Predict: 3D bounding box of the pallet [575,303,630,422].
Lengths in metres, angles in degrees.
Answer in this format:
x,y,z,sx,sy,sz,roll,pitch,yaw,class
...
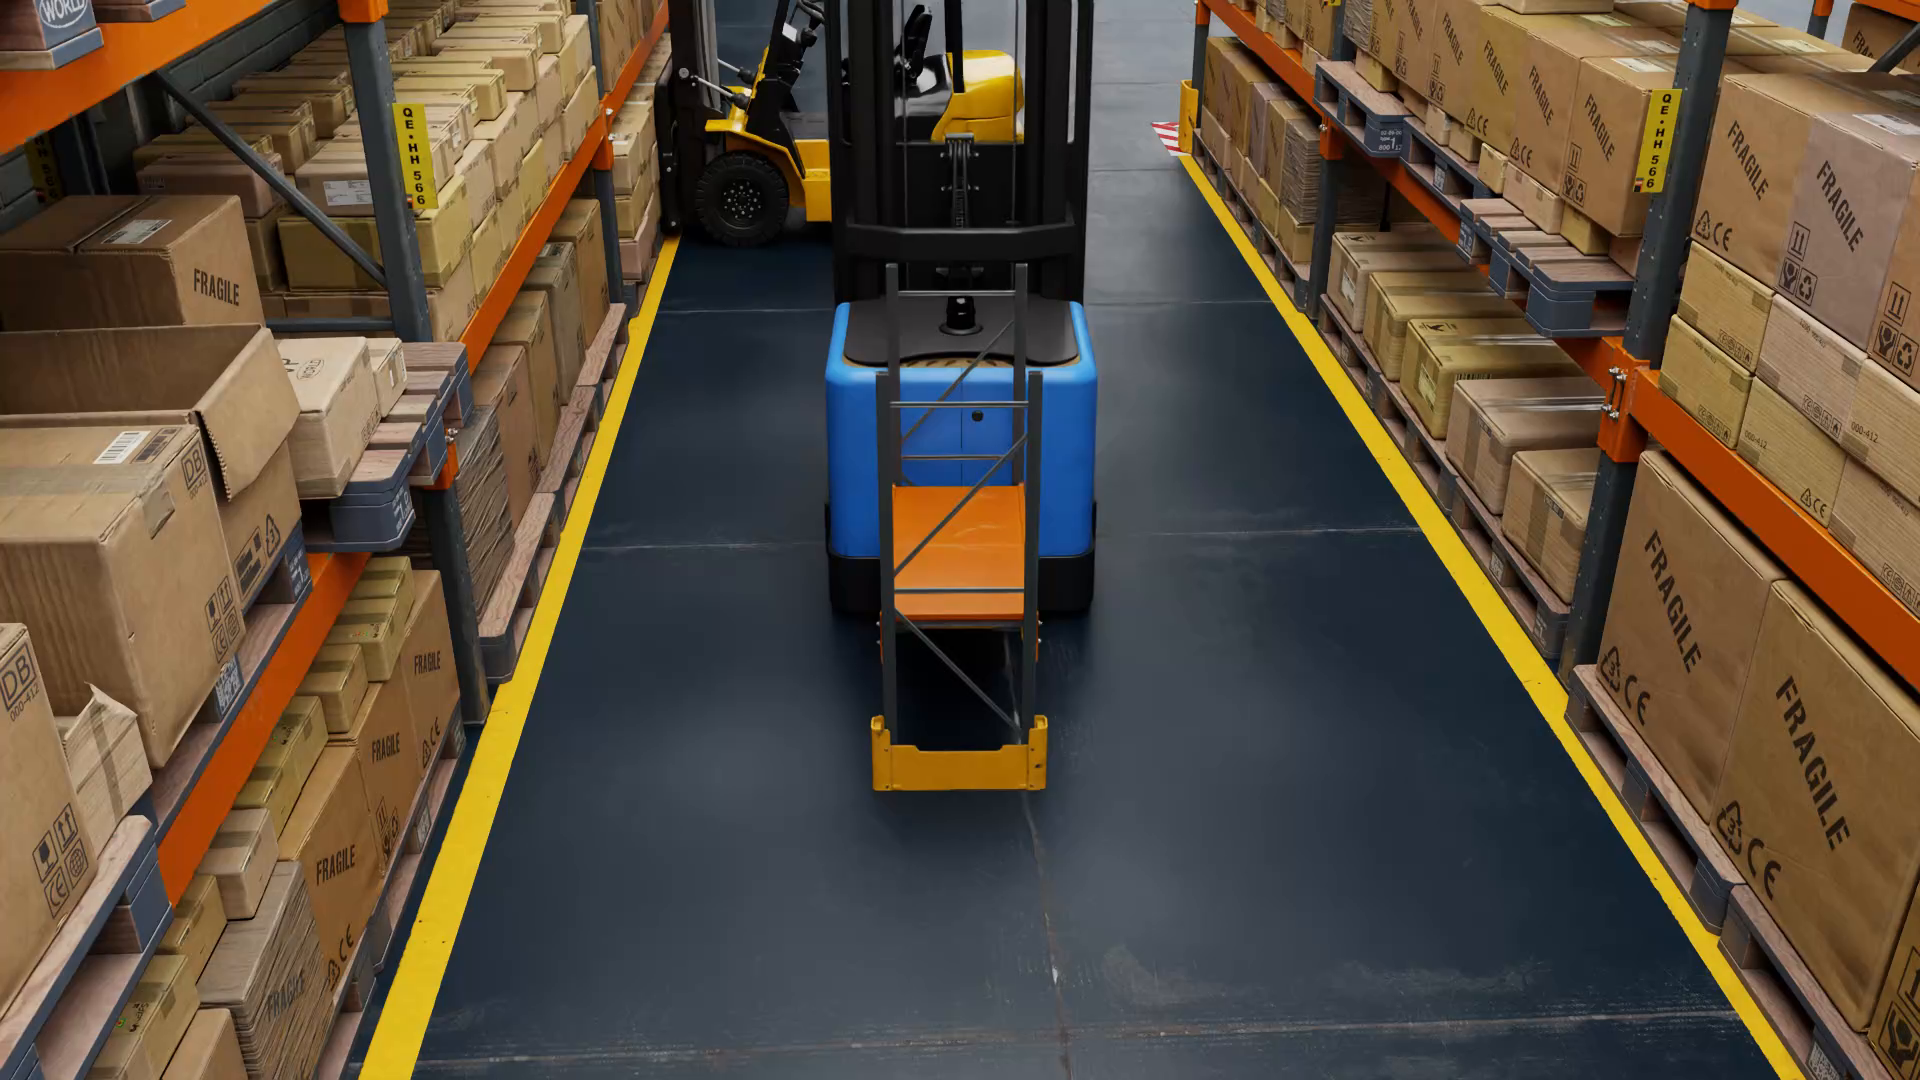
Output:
x,y,z,sx,sy,sz,roll,pitch,yaw,class
-2.341,-0.948,8.839,1.003,0.211,1.213,-1,28,-3,pallet

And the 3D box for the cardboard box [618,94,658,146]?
x,y,z,sx,sy,sz,roll,pitch,yaw,class
-2.184,-2.631,10.488,0.500,0.250,0.500,0,28,-1,cardboard box

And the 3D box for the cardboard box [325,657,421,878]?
x,y,z,sx,sy,sz,roll,pitch,yaw,class
-1.957,0.667,4.976,0.500,0.500,0.500,-2,28,-3,cardboard box

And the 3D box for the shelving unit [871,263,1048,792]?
x,y,z,sx,sy,sz,roll,pitch,yaw,class
-0.007,-0.066,5.754,0.587,1.500,1.083,0,28,0,shelving unit

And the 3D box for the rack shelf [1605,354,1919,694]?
x,y,z,sx,sy,sz,roll,pitch,yaw,class
2.852,0.445,3.931,1.077,0.370,4.000,-1,28,-3,rack shelf

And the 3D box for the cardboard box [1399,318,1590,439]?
x,y,z,sx,sy,sz,roll,pitch,yaw,class
2.647,-0.771,7.872,0.950,0.372,0.625,0,28,-1,cardboard box

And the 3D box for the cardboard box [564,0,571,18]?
x,y,z,sx,sy,sz,roll,pitch,yaw,class
-2.178,-2.703,8.379,0.380,0.149,0.250,0,28,-1,cardboard box

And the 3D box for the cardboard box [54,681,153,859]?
x,y,z,sx,sy,sz,roll,pitch,yaw,class
-1.690,0.394,2.943,0.396,0.266,0.258,0,28,0,cardboard box

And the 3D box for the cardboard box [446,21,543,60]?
x,y,z,sx,sy,sz,roll,pitch,yaw,class
-2.089,-2.229,7.471,0.380,0.149,0.250,-2,28,-4,cardboard box

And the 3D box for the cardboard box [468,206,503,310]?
x,y,z,sx,sy,sz,roll,pitch,yaw,class
-2.010,-1.053,6.187,0.500,0.250,0.500,-2,28,-4,cardboard box

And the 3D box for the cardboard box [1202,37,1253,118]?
x,y,z,sx,sy,sz,roll,pitch,yaw,class
2.098,-3.402,12.237,0.500,0.500,0.500,-2,28,-4,cardboard box

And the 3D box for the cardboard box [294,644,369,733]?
x,y,z,sx,sy,sz,roll,pitch,yaw,class
-1.916,0.428,4.733,0.380,0.149,0.250,-2,28,-4,cardboard box

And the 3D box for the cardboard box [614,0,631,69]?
x,y,z,sx,sy,sz,roll,pitch,yaw,class
-2.224,-3.019,9.687,0.500,0.500,0.500,-1,28,-2,cardboard box

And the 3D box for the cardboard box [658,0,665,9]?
x,y,z,sx,sy,sz,roll,pitch,yaw,class
-2.321,-3.954,11.480,0.500,0.500,0.500,-1,28,-1,cardboard box

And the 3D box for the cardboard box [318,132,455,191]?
x,y,z,sx,sy,sz,roll,pitch,yaw,class
-1.947,-1.286,5.662,0.380,0.149,0.250,-1,28,-2,cardboard box

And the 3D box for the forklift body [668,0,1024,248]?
x,y,z,sx,sy,sz,roll,pitch,yaw,class
-0.706,-3.163,10.988,2.313,2.155,1.214,-1,28,-3,forklift body

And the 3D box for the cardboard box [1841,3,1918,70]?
x,y,z,sx,sy,sz,roll,pitch,yaw,class
7.369,-3.591,12.735,0.875,0.875,0.875,-1,28,-2,cardboard box

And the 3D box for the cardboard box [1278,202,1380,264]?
x,y,z,sx,sy,sz,roll,pitch,yaw,class
2.239,-1.879,10.127,0.500,0.250,0.500,0,28,0,cardboard box

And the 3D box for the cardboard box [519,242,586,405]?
x,y,z,sx,sy,sz,roll,pitch,yaw,class
-2.347,-1.057,8.148,0.875,0.625,0.625,-2,28,-3,cardboard box

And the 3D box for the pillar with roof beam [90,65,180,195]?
x,y,z,sx,sy,sz,roll,pitch,yaw,class
1.122,-4.020,5.227,9.100,9.000,0.400,-1,28,-3,pillar with roof beam

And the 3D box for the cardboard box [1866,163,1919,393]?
x,y,z,sx,sy,sz,roll,pitch,yaw,class
2.576,-0.584,3.936,0.500,0.500,0.500,-1,28,-1,cardboard box

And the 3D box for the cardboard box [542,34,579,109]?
x,y,z,sx,sy,sz,roll,pitch,yaw,class
-2.103,-2.221,7.885,0.500,0.250,0.500,-2,28,-4,cardboard box

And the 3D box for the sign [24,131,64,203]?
x,y,z,sx,sy,sz,roll,pitch,yaw,class
-2.763,-1.175,5.006,0.100,0.325,0.005,-1,28,-3,sign

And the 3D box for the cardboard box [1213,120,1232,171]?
x,y,z,sx,sy,sz,roll,pitch,yaw,class
2.115,-2.844,11.979,0.500,0.250,0.500,0,28,-1,cardboard box

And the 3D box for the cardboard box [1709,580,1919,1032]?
x,y,z,sx,sy,sz,roll,pitch,yaw,class
2.743,0.691,4.525,0.875,0.875,0.875,-1,28,-2,cardboard box

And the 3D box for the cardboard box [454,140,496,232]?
x,y,z,sx,sy,sz,roll,pitch,yaw,class
-2.013,-1.273,6.069,0.500,0.250,0.500,-1,28,-1,cardboard box

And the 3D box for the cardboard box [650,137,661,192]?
x,y,z,sx,sy,sz,roll,pitch,yaw,class
-2.178,-2.408,10.602,0.500,0.250,0.500,-2,28,-3,cardboard box

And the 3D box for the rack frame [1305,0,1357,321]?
x,y,z,sx,sy,sz,roll,pitch,yaw,class
2.539,-2.645,9.078,1.000,3.000,0.127,-1,28,-3,rack frame

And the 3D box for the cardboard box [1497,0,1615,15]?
x,y,z,sx,sy,sz,roll,pitch,yaw,class
2.380,-2.196,6.632,0.380,0.149,0.250,-3,28,-5,cardboard box

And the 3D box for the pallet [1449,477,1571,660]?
x,y,z,sx,sy,sz,roll,pitch,yaw,class
2.708,0.078,6.873,1.003,0.211,1.213,-1,28,-3,pallet

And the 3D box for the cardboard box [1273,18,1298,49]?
x,y,z,sx,sy,sz,roll,pitch,yaw,class
2.161,-3.144,10.306,0.380,0.149,0.250,-2,28,-3,cardboard box

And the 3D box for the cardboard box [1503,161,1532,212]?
x,y,z,sx,sy,sz,roll,pitch,yaw,class
2.346,-1.372,6.454,0.380,0.149,0.250,-3,28,-5,cardboard box

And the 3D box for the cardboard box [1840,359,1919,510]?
x,y,z,sx,sy,sz,roll,pitch,yaw,class
2.567,-0.244,4.095,0.500,0.250,0.500,-1,28,-3,cardboard box

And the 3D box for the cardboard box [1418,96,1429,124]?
x,y,z,sx,sy,sz,roll,pitch,yaw,class
2.330,-1.978,7.617,0.380,0.149,0.250,-1,28,-2,cardboard box

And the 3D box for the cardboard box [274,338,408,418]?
x,y,z,sx,sy,sz,roll,pitch,yaw,class
-1.792,-0.457,4.700,0.380,0.149,0.250,-1,28,-2,cardboard box

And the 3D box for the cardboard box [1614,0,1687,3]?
x,y,z,sx,sy,sz,roll,pitch,yaw,class
2.868,-2.090,7.130,0.500,0.500,0.500,-2,28,-5,cardboard box

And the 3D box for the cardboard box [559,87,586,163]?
x,y,z,sx,sy,sz,roll,pitch,yaw,class
-2.099,-1.998,8.000,0.500,0.250,0.500,-2,28,-3,cardboard box

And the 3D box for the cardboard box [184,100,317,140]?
x,y,z,sx,sy,sz,roll,pitch,yaw,class
-2.589,-1.504,6.081,0.380,0.149,0.250,-2,28,-4,cardboard box

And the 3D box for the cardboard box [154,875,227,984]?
x,y,z,sx,sy,sz,roll,pitch,yaw,class
-1.927,0.908,3.813,0.380,0.149,0.250,-1,28,-2,cardboard box

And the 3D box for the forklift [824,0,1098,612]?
x,y,z,sx,sy,sz,roll,pitch,yaw,class
-0.007,-1.654,7.252,1.130,2.935,3.031,0,28,0,forklift

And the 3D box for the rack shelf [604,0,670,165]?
x,y,z,sx,sy,sz,roll,pitch,yaw,class
-2.523,-3.128,10.782,1.077,0.370,4.000,-1,28,-3,rack shelf

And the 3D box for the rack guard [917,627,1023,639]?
x,y,z,sx,sy,sz,roll,pitch,yaw,class
-0.011,0.258,6.485,0.587,0.250,0.087,0,28,0,rack guard

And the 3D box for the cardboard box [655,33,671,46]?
x,y,z,sx,sy,sz,roll,pitch,yaw,class
-2.291,-3.576,12.300,0.500,0.250,0.500,0,28,-1,cardboard box

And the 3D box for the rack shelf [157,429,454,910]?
x,y,z,sx,sy,sz,roll,pitch,yaw,class
-2.105,0.566,3.698,1.077,0.370,4.000,-1,28,-3,rack shelf

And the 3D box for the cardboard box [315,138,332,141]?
x,y,z,sx,sy,sz,roll,pitch,yaw,class
-2.562,-1.500,6.503,0.500,0.250,0.500,-2,28,-3,cardboard box

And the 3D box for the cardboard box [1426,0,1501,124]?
x,y,z,sx,sy,sz,roll,pitch,yaw,class
2.353,-2.087,7.124,0.500,0.500,0.500,-2,28,-5,cardboard box

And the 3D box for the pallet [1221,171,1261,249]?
x,y,z,sx,sy,sz,roll,pitch,yaw,class
2.402,-2.283,11.398,1.003,0.211,1.213,-1,28,-3,pallet

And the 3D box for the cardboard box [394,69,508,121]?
x,y,z,sx,sy,sz,roll,pitch,yaw,class
-2.010,-1.758,6.568,0.380,0.149,0.250,-1,28,-2,cardboard box

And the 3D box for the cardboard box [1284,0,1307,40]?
x,y,z,sx,sy,sz,roll,pitch,yaw,class
2.233,-3.258,9.823,0.500,0.500,0.500,0,28,-1,cardboard box

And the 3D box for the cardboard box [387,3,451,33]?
x,y,z,sx,sy,sz,roll,pitch,yaw,class
-2.640,-2.447,7.889,0.380,0.149,0.250,-1,28,-3,cardboard box

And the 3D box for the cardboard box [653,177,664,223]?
x,y,z,sx,sy,sz,roll,pitch,yaw,class
-2.197,-2.193,10.730,0.500,0.250,0.500,-1,28,-2,cardboard box

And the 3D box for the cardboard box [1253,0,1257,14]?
x,y,z,sx,sy,sz,roll,pitch,yaw,class
2.189,-3.621,11.220,0.380,0.149,0.250,0,28,-1,cardboard box

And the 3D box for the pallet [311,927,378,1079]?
x,y,z,sx,sy,sz,roll,pitch,yaw,class
-2.147,1.468,4.207,1.003,0.211,1.213,-1,28,-3,pallet

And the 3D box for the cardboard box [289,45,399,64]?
x,y,z,sx,sy,sz,roll,pitch,yaw,class
-2.581,-1.983,6.998,0.380,0.149,0.250,-1,28,-2,cardboard box

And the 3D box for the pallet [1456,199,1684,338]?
x,y,z,sx,sy,sz,roll,pitch,yaw,class
2.604,-1.039,6.206,1.213,0.211,1.003,-1,28,-3,pallet

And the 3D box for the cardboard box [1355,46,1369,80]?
x,y,z,sx,sy,sz,roll,pitch,yaw,class
2.252,-2.457,8.535,0.380,0.149,0.250,-1,28,-2,cardboard box

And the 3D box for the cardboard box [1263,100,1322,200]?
x,y,z,sx,sy,sz,roll,pitch,yaw,class
2.211,-2.446,10.405,0.500,0.500,0.500,-1,28,-2,cardboard box
